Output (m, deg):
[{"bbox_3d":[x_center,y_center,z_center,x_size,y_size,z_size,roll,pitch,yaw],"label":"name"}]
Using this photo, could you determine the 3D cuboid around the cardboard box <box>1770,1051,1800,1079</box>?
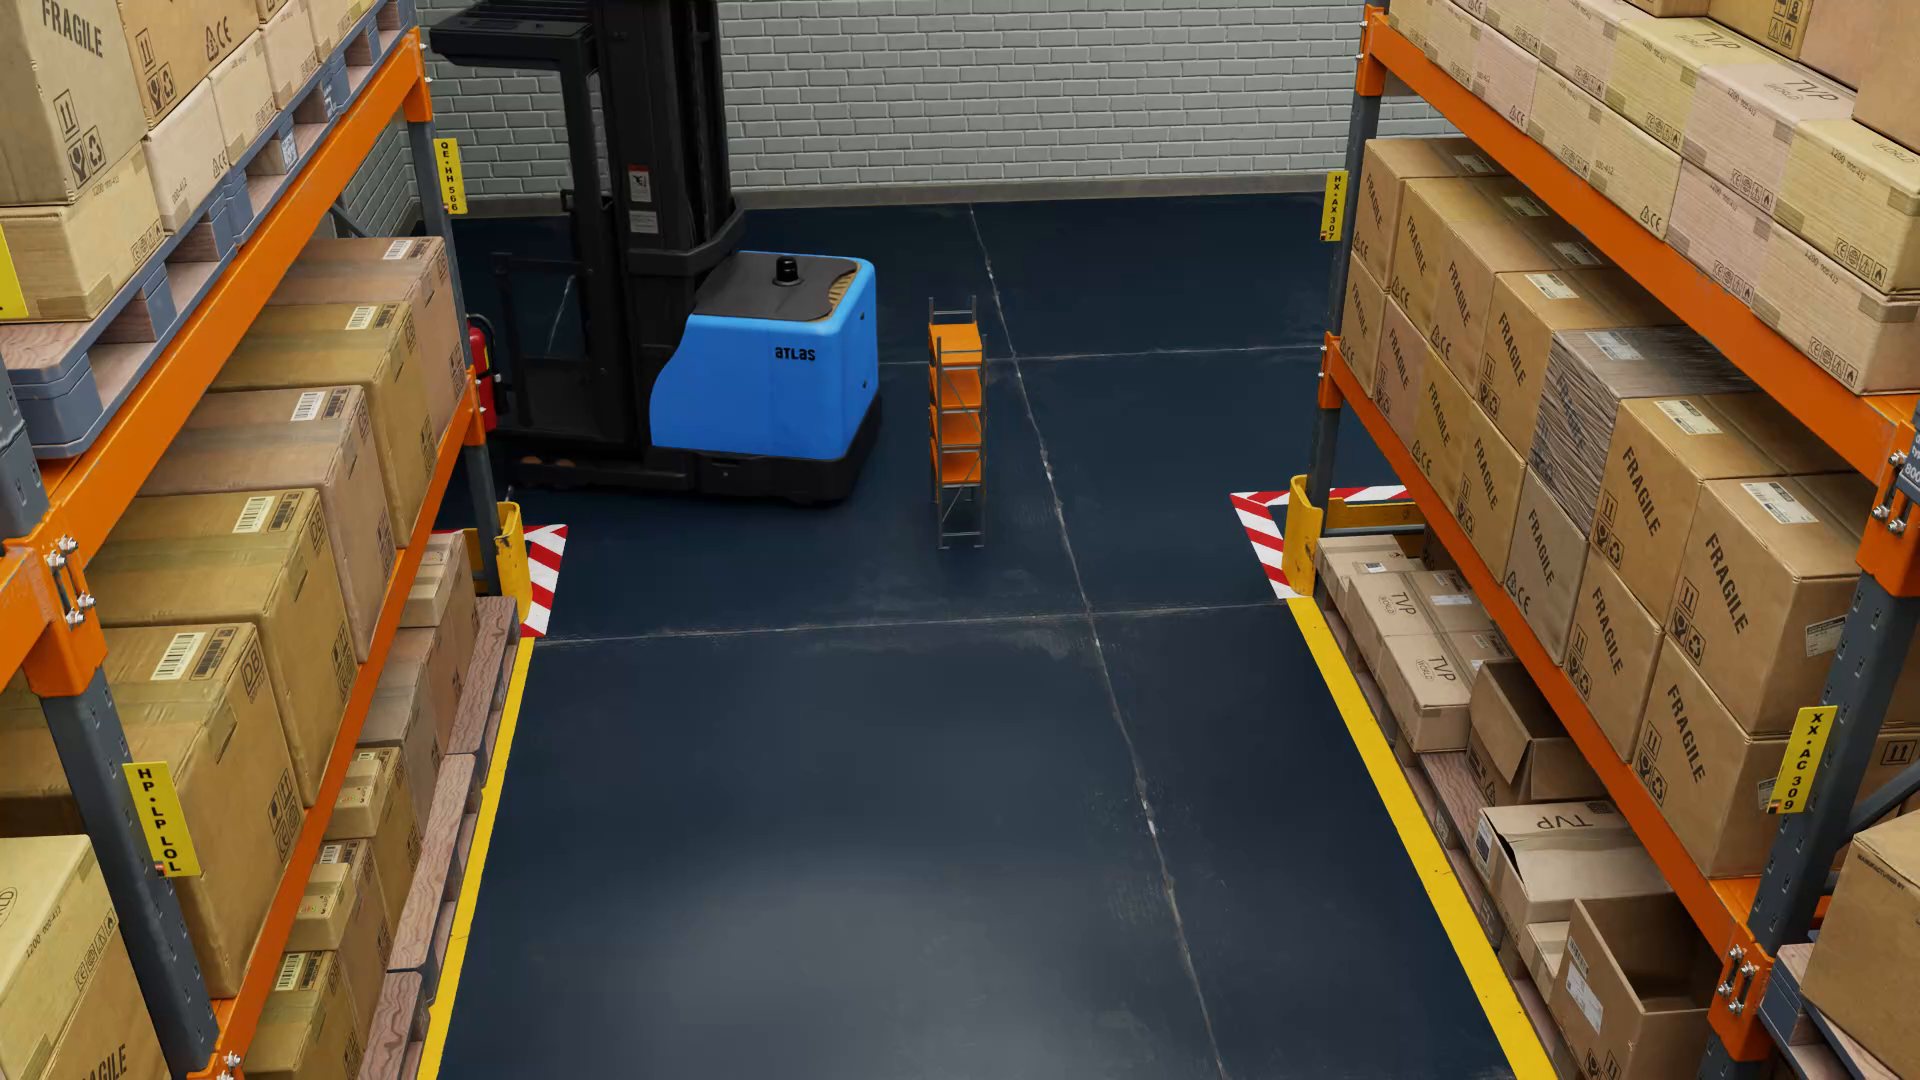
[{"bbox_3d":[2.781,1.624,5.299,0.500,0.311,0.500,-3,31,-5],"label":"cardboard box"}]

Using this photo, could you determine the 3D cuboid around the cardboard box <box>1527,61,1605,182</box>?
[{"bbox_3d":[2.161,-1.342,5.293,0.500,0.250,0.500,-3,31,-5],"label":"cardboard box"}]

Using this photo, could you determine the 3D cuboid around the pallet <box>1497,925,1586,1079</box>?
[{"bbox_3d":[2.541,1.729,5.649,1.003,0.211,1.213,-3,31,-5],"label":"pallet"}]

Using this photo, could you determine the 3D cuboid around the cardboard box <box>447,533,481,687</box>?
[{"bbox_3d":[-2.536,0.325,7.308,0.700,0.500,0.500,-3,31,-5],"label":"cardboard box"}]

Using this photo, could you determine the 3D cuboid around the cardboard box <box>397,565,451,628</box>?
[{"bbox_3d":[-2.318,0.234,6.828,0.380,0.149,0.250,-2,31,-3],"label":"cardboard box"}]

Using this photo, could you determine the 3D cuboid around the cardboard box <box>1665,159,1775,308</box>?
[{"bbox_3d":[2.258,-0.832,4.438,0.500,0.250,0.500,-3,31,-5],"label":"cardboard box"}]

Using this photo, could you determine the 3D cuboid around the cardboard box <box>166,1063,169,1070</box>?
[{"bbox_3d":[-2.479,1.433,4.821,0.380,0.149,0.250,-3,31,-5],"label":"cardboard box"}]

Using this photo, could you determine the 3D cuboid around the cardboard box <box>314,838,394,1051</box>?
[{"bbox_3d":[-2.339,1.372,5.557,0.700,0.500,0.500,-3,31,-5],"label":"cardboard box"}]

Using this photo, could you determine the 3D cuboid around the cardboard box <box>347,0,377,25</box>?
[{"bbox_3d":[-2.368,-2.005,5.896,0.500,0.250,0.500,-2,31,-3],"label":"cardboard box"}]

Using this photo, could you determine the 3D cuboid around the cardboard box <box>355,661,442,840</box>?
[{"bbox_3d":[-2.442,0.838,6.451,0.700,0.500,0.500,-4,31,-6],"label":"cardboard box"}]

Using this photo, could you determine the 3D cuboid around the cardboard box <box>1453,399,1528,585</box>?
[{"bbox_3d":[2.152,-0.188,6.042,0.500,0.500,0.500,-2,31,-4],"label":"cardboard box"}]

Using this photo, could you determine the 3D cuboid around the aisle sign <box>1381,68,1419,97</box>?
[{"bbox_3d":[1.932,-2.296,7.134,0.394,0.787,0.004,-3,31,-5],"label":"aisle sign"}]

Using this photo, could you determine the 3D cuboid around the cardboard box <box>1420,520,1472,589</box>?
[{"bbox_3d":[2.527,-0.009,7.849,0.500,0.500,0.500,-3,31,-5],"label":"cardboard box"}]

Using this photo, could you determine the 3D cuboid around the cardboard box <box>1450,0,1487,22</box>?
[{"bbox_3d":[2.059,-2.067,6.019,0.500,0.250,0.500,-3,31,-5],"label":"cardboard box"}]

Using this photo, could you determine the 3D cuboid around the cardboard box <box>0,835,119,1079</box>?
[{"bbox_3d":[-2.029,0.847,3.268,0.500,0.250,0.500,-2,31,-3],"label":"cardboard box"}]

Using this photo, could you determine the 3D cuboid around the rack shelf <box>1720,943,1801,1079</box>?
[{"bbox_3d":[2.791,2.213,2.822,1.077,0.370,4.000,-3,31,-5],"label":"rack shelf"}]

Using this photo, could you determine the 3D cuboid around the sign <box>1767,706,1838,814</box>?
[{"bbox_3d":[2.065,0.541,4.075,0.100,0.325,0.005,-3,31,-5],"label":"sign"}]

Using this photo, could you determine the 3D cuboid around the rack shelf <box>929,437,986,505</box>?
[{"bbox_3d":[-0.015,-0.371,8.720,0.258,0.148,0.480,-3,31,-5],"label":"rack shelf"}]

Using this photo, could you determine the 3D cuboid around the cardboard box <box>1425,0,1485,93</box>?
[{"bbox_3d":[2.059,-1.852,6.147,0.500,0.250,0.500,-3,31,-5],"label":"cardboard box"}]

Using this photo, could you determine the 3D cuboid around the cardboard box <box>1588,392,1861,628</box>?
[{"bbox_3d":[2.249,-0.096,4.914,0.500,0.500,0.500,-3,31,-6],"label":"cardboard box"}]

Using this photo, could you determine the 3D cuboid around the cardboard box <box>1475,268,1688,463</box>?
[{"bbox_3d":[2.156,-0.611,5.775,0.500,0.500,0.500,-3,31,-5],"label":"cardboard box"}]

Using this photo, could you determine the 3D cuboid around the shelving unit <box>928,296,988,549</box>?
[{"bbox_3d":[-0.015,-0.600,8.584,0.258,1.200,0.503,-3,31,-5],"label":"shelving unit"}]

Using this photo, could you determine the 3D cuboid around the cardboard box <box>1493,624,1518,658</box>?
[{"bbox_3d":[2.586,0.585,7.099,0.500,0.250,0.500,-3,31,-5],"label":"cardboard box"}]

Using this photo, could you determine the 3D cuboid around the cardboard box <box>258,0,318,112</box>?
[{"bbox_3d":[-2.265,-1.474,5.007,0.500,0.250,0.500,-4,31,-6],"label":"cardboard box"}]

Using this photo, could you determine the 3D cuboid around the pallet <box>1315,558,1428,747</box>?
[{"bbox_3d":[2.313,0.484,7.734,1.003,0.211,1.213,-3,31,-5],"label":"pallet"}]

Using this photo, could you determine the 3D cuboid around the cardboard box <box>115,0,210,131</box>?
[{"bbox_3d":[-2.169,-1.286,3.960,0.500,0.500,0.500,-3,31,-6],"label":"cardboard box"}]

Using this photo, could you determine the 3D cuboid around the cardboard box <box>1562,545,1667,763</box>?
[{"bbox_3d":[2.253,0.334,5.168,0.500,0.500,0.500,-2,31,-3],"label":"cardboard box"}]

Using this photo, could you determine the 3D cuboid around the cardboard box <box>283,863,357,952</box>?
[{"bbox_3d":[-2.145,1.166,5.268,0.380,0.149,0.250,-2,31,-3],"label":"cardboard box"}]

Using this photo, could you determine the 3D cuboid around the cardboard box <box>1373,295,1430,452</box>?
[{"bbox_3d":[2.063,-0.700,6.899,0.500,0.500,0.500,-3,31,-5],"label":"cardboard box"}]

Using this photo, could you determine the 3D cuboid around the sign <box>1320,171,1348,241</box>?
[{"bbox_3d":[1.690,-1.505,7.500,0.100,0.325,0.005,-3,31,-5],"label":"sign"}]

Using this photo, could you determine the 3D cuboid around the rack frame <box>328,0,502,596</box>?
[{"bbox_3d":[-2.701,-0.920,7.365,1.000,3.000,0.127,-3,31,-5],"label":"rack frame"}]

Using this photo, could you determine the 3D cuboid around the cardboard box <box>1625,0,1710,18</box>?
[{"bbox_3d":[2.364,-1.888,4.989,0.700,0.500,0.500,-3,31,-5],"label":"cardboard box"}]

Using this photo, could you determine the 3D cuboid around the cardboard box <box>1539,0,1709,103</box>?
[{"bbox_3d":[2.155,-1.556,5.164,0.500,0.250,0.500,-3,31,-5],"label":"cardboard box"}]

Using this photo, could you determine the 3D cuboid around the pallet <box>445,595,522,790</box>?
[{"bbox_3d":[-2.548,0.682,7.403,1.003,0.211,1.213,-3,31,-5],"label":"pallet"}]

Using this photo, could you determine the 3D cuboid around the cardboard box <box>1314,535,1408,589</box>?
[{"bbox_3d":[1.928,0.106,7.998,0.380,0.149,0.250,-3,31,-5],"label":"cardboard box"}]

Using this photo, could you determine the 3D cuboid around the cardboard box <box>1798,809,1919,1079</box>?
[{"bbox_3d":[2.426,0.912,3.790,0.700,0.500,0.500,-13,33,-21],"label":"cardboard box"}]

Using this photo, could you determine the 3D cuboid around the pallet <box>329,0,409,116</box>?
[{"bbox_3d":[-2.621,-1.791,5.985,1.003,0.211,1.213,-3,31,-5],"label":"pallet"}]

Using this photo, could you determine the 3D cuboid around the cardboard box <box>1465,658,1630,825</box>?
[{"bbox_3d":[2.424,0.807,6.479,0.797,0.503,0.637,-3,31,-5],"label":"cardboard box"}]

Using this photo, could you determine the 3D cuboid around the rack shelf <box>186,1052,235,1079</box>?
[{"bbox_3d":[-2.140,2.452,2.421,1.077,0.370,4.000,-3,31,-5],"label":"rack shelf"}]

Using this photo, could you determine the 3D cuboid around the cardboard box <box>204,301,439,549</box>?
[{"bbox_3d":[-2.564,-0.418,6.232,0.980,0.700,0.700,-3,31,-5],"label":"cardboard box"}]

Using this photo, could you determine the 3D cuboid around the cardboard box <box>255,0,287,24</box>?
[{"bbox_3d":[-2.268,-1.806,4.831,0.500,0.500,0.500,-4,31,-7],"label":"cardboard box"}]

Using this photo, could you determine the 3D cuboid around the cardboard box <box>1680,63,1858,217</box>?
[{"bbox_3d":[2.245,-1.046,4.309,0.500,0.250,0.500,-3,31,-5],"label":"cardboard box"}]

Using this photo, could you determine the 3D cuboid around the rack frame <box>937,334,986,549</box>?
[{"bbox_3d":[0.007,-0.475,8.375,0.240,1.200,0.015,-3,31,-5],"label":"rack frame"}]

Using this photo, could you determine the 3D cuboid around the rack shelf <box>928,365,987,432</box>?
[{"bbox_3d":[-0.015,-0.734,8.504,0.258,0.148,0.480,-3,31,-5],"label":"rack shelf"}]

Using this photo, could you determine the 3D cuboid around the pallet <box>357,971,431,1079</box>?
[{"bbox_3d":[-2.320,1.927,5.317,1.003,0.211,1.213,-3,31,-5],"label":"pallet"}]

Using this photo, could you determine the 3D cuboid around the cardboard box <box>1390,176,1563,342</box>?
[{"bbox_3d":[2.066,-1.126,6.637,0.500,0.500,0.500,-2,31,-4],"label":"cardboard box"}]

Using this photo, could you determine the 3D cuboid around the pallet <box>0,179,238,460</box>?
[{"bbox_3d":[-2.393,-0.546,3.900,1.003,0.211,1.213,-3,31,-5],"label":"pallet"}]

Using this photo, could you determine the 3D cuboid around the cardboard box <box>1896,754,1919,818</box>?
[{"bbox_3d":[2.828,0.567,4.779,0.500,0.500,0.500,-2,31,-3],"label":"cardboard box"}]

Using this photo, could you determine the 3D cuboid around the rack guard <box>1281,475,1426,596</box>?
[{"bbox_3d":[2.238,-0.047,8.342,1.175,0.500,0.348,-3,31,-5],"label":"rack guard"}]

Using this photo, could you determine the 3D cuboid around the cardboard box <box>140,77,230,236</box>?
[{"bbox_3d":[-2.163,-0.951,4.131,0.500,0.250,0.500,-3,31,-6],"label":"cardboard box"}]

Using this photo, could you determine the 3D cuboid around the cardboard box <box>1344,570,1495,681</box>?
[{"bbox_3d":[2.046,0.379,7.443,0.500,0.250,0.500,-3,31,-5],"label":"cardboard box"}]

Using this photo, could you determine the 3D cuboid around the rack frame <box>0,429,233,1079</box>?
[{"bbox_3d":[-2.327,1.122,3.946,1.000,3.000,0.127,-3,31,-5],"label":"rack frame"}]

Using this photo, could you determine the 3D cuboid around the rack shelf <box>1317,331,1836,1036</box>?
[{"bbox_3d":[2.418,0.171,6.241,1.077,0.370,4.000,-3,31,-5],"label":"rack shelf"}]

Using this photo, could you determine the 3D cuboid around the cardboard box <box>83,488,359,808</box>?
[{"bbox_3d":[-2.424,0.343,4.959,0.980,0.700,0.700,-4,31,-6],"label":"cardboard box"}]

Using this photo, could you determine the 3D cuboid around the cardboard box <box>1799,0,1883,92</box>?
[{"bbox_3d":[2.615,-1.386,4.147,0.700,0.500,0.500,-3,31,-5],"label":"cardboard box"}]

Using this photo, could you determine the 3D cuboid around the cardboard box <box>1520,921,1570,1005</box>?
[{"bbox_3d":[2.174,1.452,5.745,0.380,0.149,0.250,-3,31,-5],"label":"cardboard box"}]

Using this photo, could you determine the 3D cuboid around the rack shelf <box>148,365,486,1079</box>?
[{"bbox_3d":[-2.514,0.410,5.840,1.077,0.370,4.000,-3,31,-5],"label":"rack shelf"}]

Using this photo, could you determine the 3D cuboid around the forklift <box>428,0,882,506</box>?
[{"bbox_3d":[-2.025,-1.798,8.902,3.031,2.935,1.130,5,31,8],"label":"forklift"}]

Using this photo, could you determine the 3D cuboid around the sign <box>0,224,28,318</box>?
[{"bbox_3d":[-1.788,-0.554,3.015,0.100,0.325,0.005,-3,31,-5],"label":"sign"}]
